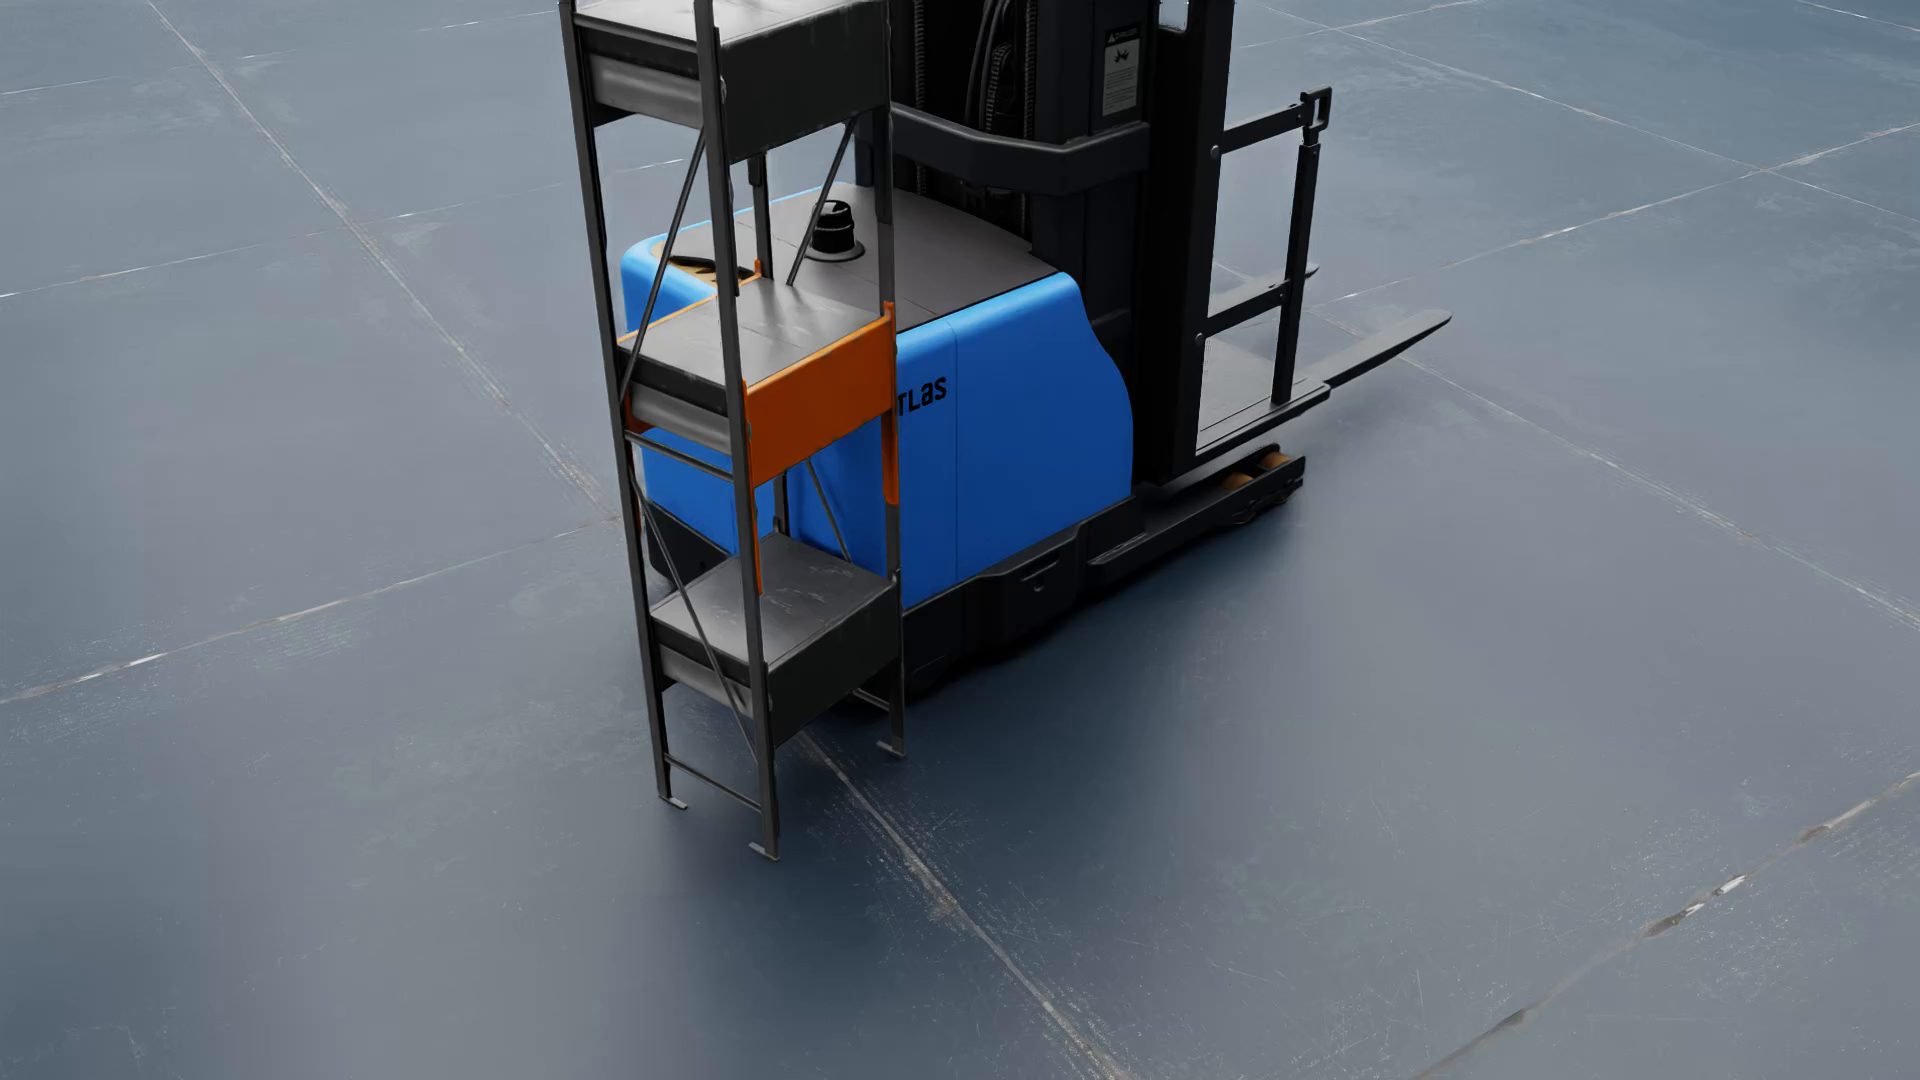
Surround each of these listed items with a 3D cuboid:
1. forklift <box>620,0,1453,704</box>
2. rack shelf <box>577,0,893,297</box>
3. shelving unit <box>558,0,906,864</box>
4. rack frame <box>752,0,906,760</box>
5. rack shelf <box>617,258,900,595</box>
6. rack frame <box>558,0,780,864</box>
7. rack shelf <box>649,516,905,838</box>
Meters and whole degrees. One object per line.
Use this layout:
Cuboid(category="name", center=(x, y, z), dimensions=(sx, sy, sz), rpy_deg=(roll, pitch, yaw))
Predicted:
Cuboid(category="forklift", center=(0.487, -1.472, 4.836), dimensions=(3.031, 2.935, 1.130), rpy_deg=(-26, 41, -35))
Cuboid(category="rack shelf", center=(-0.453, -0.859, 3.357), dimensions=(0.431, 0.518, 0.480), rpy_deg=(22, 38, 31))
Cuboid(category="shelving unit", center=(-0.453, -0.278, 3.723), dimensions=(0.431, 2.100, 0.503), rpy_deg=(22, 38, 31))
Cuboid(category="rack frame", center=(-0.306, -0.382, 3.887), dimensions=(0.400, 2.100, 0.015), rpy_deg=(22, 38, 31))
Cuboid(category="rack shelf", center=(-0.453, -0.266, 3.730), dimensions=(0.431, 0.518, 0.480), rpy_deg=(22, 38, 31))
Cuboid(category="rack frame", center=(-0.600, -0.174, 3.558), dimensions=(0.400, 2.100, 0.015), rpy_deg=(22, 38, 31))
Cuboid(category="rack shelf", center=(-0.453, 0.326, 4.103), dimensions=(0.431, 0.518, 0.480), rpy_deg=(22, 38, 31))
